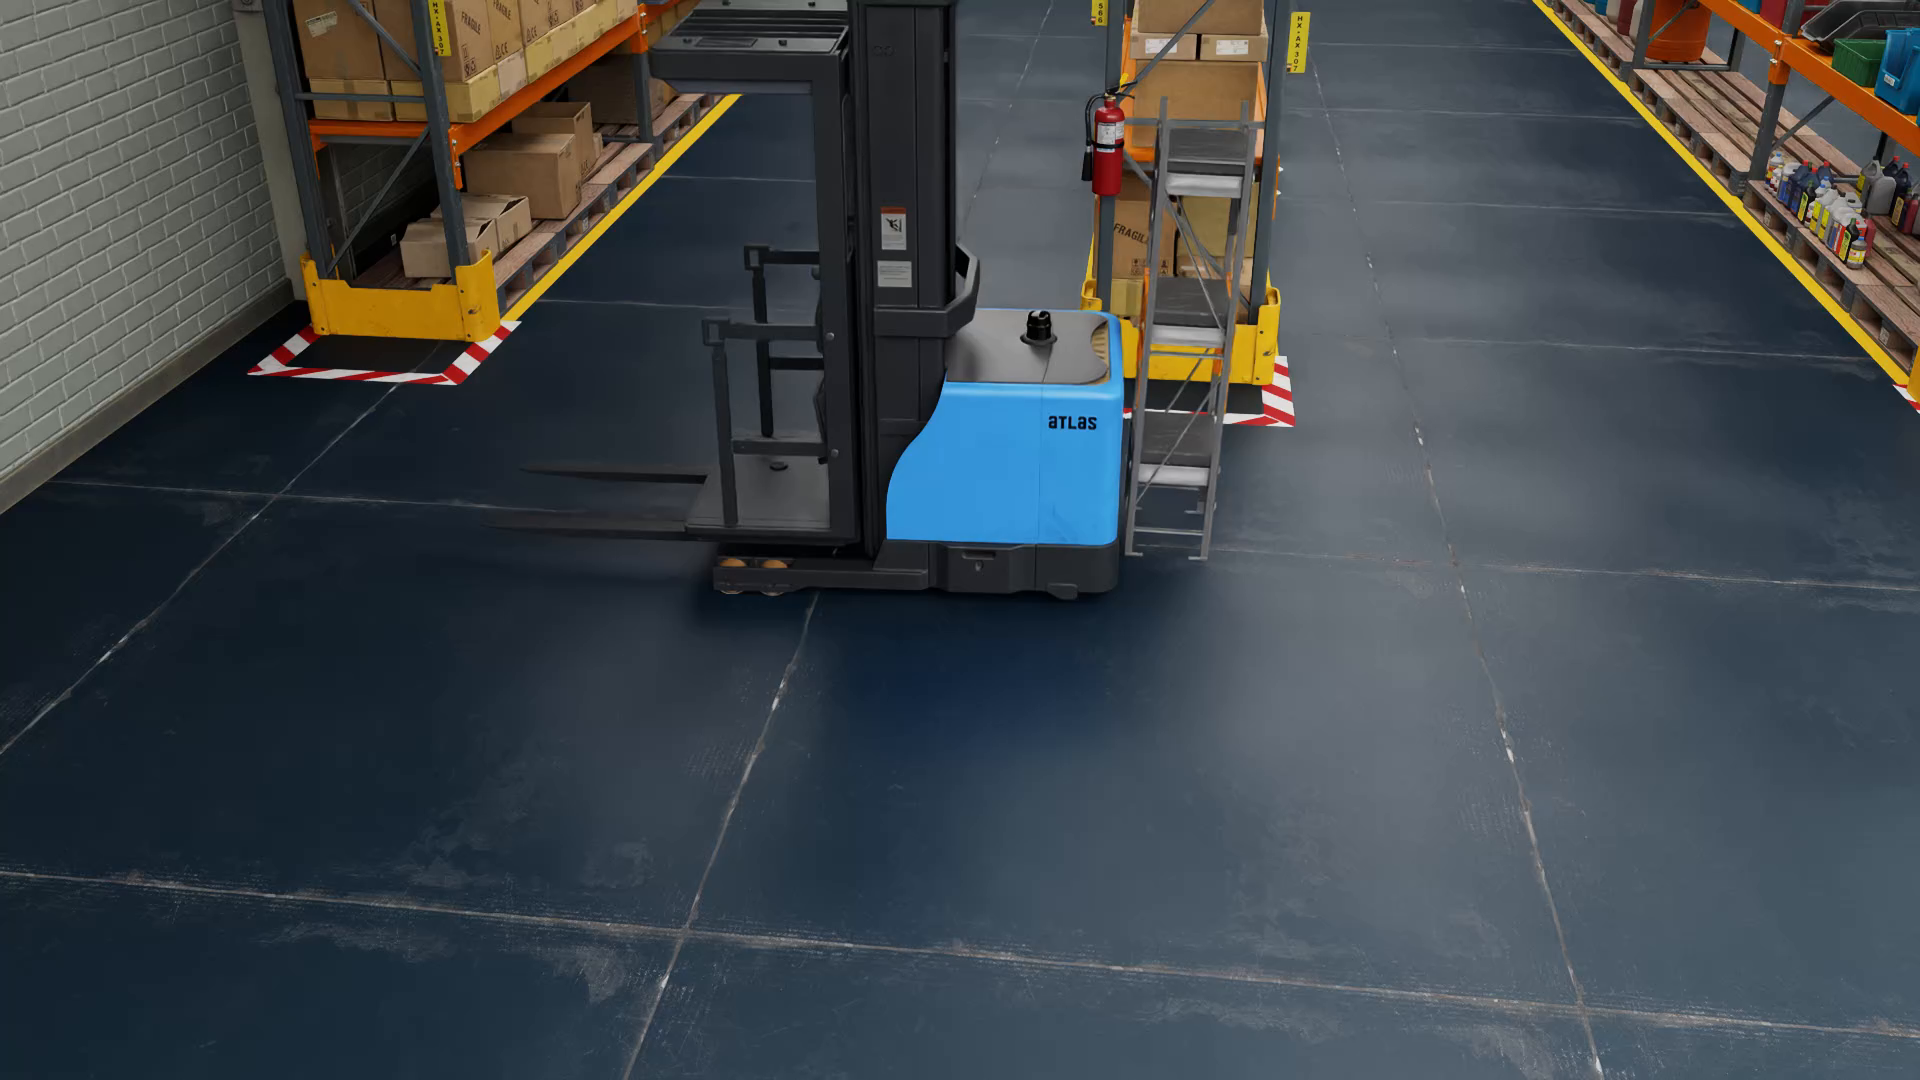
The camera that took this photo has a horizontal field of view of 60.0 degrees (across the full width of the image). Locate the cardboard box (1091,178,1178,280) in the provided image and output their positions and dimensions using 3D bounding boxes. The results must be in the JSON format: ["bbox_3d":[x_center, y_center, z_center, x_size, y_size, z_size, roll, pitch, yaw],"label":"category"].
[{"bbox_3d":[1.092,-1.946,10.365,0.500,0.500,0.500,3,28,6],"label":"cardboard box"}]

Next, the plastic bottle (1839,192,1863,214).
[{"bbox_3d":[6.291,-2.318,11.798,0.152,0.276,0.135,3,28,6],"label":"plastic bottle"}]

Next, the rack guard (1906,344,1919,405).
[{"bbox_3d":[6.199,-1.020,9.616,1.175,0.500,0.348,3,28,6],"label":"rack guard"}]

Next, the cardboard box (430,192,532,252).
[{"bbox_3d":[-3.352,-2.257,11.647,0.500,0.311,0.500,6,29,10],"label":"cardboard box"}]

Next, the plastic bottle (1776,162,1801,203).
[{"bbox_3d":[6.240,-2.681,12.472,0.152,0.276,0.135,4,29,8],"label":"plastic bottle"}]

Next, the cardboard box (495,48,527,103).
[{"bbox_3d":[-3.171,-3.057,10.899,0.500,0.250,0.500,2,28,5],"label":"cardboard box"}]

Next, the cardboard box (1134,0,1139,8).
[{"bbox_3d":[1.274,-3.254,10.338,0.380,0.149,0.250,4,29,7],"label":"cardboard box"}]

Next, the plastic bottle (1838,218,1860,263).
[{"bbox_3d":[6.023,-2.026,11.248,0.061,0.283,0.133,4,29,7],"label":"plastic bottle"}]

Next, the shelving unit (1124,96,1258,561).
[{"bbox_3d":[1.053,-0.954,7.792,0.431,2.100,0.503,4,29,3],"label":"shelving unit"}]

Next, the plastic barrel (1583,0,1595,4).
[{"bbox_3d":[7.624,-6.737,19.361,0.600,0.901,0.708,3,28,6],"label":"plastic barrel"}]

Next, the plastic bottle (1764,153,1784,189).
[{"bbox_3d":[6.253,-2.833,12.759,0.097,0.271,0.097,0,28,0],"label":"plastic bottle"}]

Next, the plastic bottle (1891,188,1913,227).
[{"bbox_3d":[6.766,-2.394,11.932,0.061,0.283,0.133,3,28,6],"label":"plastic bottle"}]

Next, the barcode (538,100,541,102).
[{"bbox_3d":[-3.410,-3.535,13.482,0.001,0.075,0.075,3,28,6],"label":"barcode"}]

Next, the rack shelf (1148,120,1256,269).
[{"bbox_3d":[1.075,-1.557,7.465,0.431,0.518,0.480,4,29,3],"label":"rack shelf"}]

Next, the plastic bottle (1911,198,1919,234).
[{"bbox_3d":[6.847,-2.321,11.803,0.152,0.276,0.135,4,29,7],"label":"plastic bottle"}]

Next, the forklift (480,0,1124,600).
[{"bbox_3d":[-0.753,-1.277,7.530,3.031,2.935,1.130,2,28,3],"label":"forklift"}]

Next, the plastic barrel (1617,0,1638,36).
[{"bbox_3d":[7.398,-5.734,17.830,0.600,0.588,0.708,3,28,6],"label":"plastic barrel"}]

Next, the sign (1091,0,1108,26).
[{"bbox_3d":[0.784,-3.024,9.230,0.100,0.325,0.005,3,28,6],"label":"sign"}]

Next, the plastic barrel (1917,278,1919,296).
[{"bbox_3d":[6.303,-1.722,10.464,0.421,0.512,0.421,0,28,0],"label":"plastic barrel"}]

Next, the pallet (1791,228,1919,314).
[{"bbox_3d":[6.456,-1.848,11.457,1.003,0.211,1.213,3,28,6],"label":"pallet"}]

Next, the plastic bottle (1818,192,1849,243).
[{"bbox_3d":[6.118,-2.260,11.612,0.144,0.351,0.185,5,29,8],"label":"plastic bottle"}]

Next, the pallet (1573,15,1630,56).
[{"bbox_3d":[7.424,-5.566,18.360,1.003,0.211,1.213,3,28,6],"label":"pallet"}]

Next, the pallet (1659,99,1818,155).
[{"bbox_3d":[6.932,-3.685,14.868,1.003,0.211,1.213,3,28,6],"label":"pallet"}]

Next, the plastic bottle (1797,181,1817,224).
[{"bbox_3d":[6.131,-2.443,12.022,0.061,0.283,0.133,5,29,8],"label":"plastic bottle"}]

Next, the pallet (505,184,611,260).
[{"bbox_3d":[-3.300,-2.419,12.517,1.003,0.211,1.213,3,28,6],"label":"pallet"}]

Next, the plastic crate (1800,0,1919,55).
[{"bbox_3d":[6.536,-3.699,12.018,0.767,0.338,0.504,3,28,6],"label":"plastic crate"}]

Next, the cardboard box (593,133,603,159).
[{"bbox_3d":[-3.141,-3.233,13.613,0.380,0.166,0.250,0,28,0],"label":"cardboard box"}]

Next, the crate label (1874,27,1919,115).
[{"bbox_3d":[6.194,-2.980,10.581,0.502,0.435,0.616,3,28,6],"label":"crate label"}]

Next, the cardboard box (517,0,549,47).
[{"bbox_3d":[-3.099,-3.613,11.140,0.500,0.500,0.500,2,28,5],"label":"cardboard box"}]

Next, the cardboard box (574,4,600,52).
[{"bbox_3d":[-2.978,-3.771,12.224,0.500,0.250,0.500,3,28,6],"label":"cardboard box"}]

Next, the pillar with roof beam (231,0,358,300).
[{"bbox_3d":[-0.096,-5.429,8.838,9.100,9.000,0.400,3,28,6],"label":"pillar with roof beam"}]

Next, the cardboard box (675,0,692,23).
[{"bbox_3d":[-2.842,-4.998,15.745,0.500,0.250,0.500,3,28,6],"label":"cardboard box"}]

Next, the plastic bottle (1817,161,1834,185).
[{"bbox_3d":[6.359,-2.628,12.295,0.144,0.351,0.185,3,28,6],"label":"plastic bottle"}]

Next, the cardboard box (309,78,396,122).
[{"bbox_3d":[-3.731,-2.832,10.481,0.500,0.250,0.500,4,29,7],"label":"cardboard box"}]

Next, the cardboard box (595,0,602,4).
[{"bbox_3d":[-2.912,-4.338,12.486,0.500,0.500,0.500,3,28,6],"label":"cardboard box"}]

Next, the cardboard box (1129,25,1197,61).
[{"bbox_3d":[1.179,-2.892,9.667,0.380,0.149,0.250,3,28,5],"label":"cardboard box"}]

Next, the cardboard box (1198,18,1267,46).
[{"bbox_3d":[1.613,-2.998,9.863,0.380,0.149,0.250,3,28,5],"label":"cardboard box"}]

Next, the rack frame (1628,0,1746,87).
[{"bbox_3d":[7.217,-5.848,15.942,1.000,3.000,0.127,3,28,6],"label":"rack frame"}]

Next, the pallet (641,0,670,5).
[{"bbox_3d":[-2.867,-4.808,14.213,1.003,0.211,1.213,3,28,6],"label":"pallet"}]

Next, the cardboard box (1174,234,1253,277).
[{"bbox_3d":[1.665,-1.821,10.924,0.500,0.250,0.500,3,28,6],"label":"cardboard box"}]

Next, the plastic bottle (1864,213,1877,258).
[{"bbox_3d":[6.191,-2.081,11.350,0.061,0.283,0.133,3,28,6],"label":"plastic bottle"}]

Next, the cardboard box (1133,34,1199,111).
[{"bbox_3d":[1.451,-2.882,10.332,0.700,0.500,0.500,4,29,8],"label":"cardboard box"}]

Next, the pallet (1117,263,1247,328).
[{"bbox_3d":[1.373,-1.507,10.824,1.003,0.211,1.213,3,28,6],"label":"pallet"}]

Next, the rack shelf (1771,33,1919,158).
[{"bbox_3d":[6.482,-2.707,10.870,1.077,0.370,4.000,3,28,6],"label":"rack shelf"}]

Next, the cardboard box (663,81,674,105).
[{"bbox_3d":[-3.018,-4.227,15.106,0.700,0.500,0.500,3,28,5],"label":"cardboard box"}]

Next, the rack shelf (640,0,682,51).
[{"bbox_3d":[-2.860,-5.165,15.434,1.077,0.370,4.000,3,28,6],"label":"rack shelf"}]

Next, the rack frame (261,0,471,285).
[{"bbox_3d":[-3.596,-2.658,10.021,1.000,3.000,0.127,3,28,6],"label":"rack frame"}]

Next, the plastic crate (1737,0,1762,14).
[{"bbox_3d":[6.553,-4.495,13.448,0.392,0.384,0.575,3,28,6],"label":"plastic crate"}]

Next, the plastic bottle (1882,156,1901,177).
[{"bbox_3d":[6.934,-2.673,12.377,0.144,0.351,0.185,3,28,5],"label":"plastic bottle"}]
